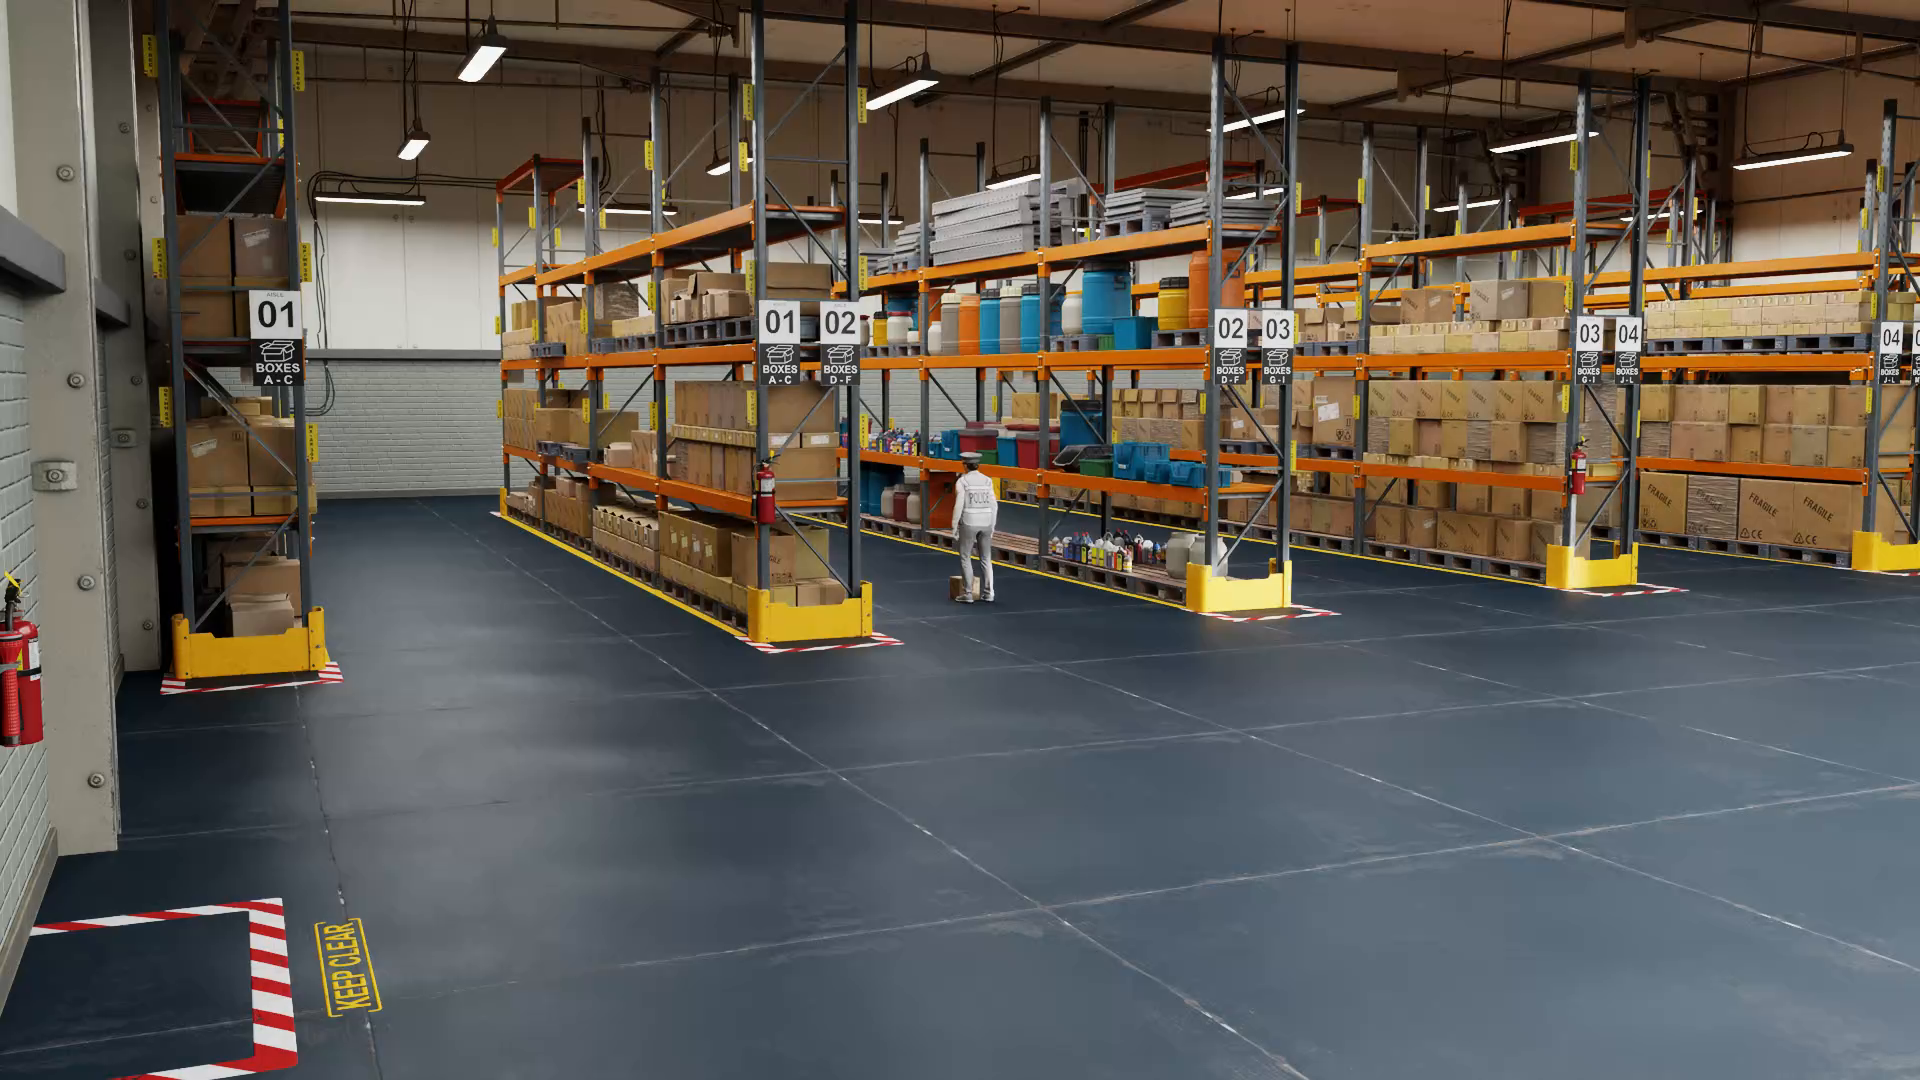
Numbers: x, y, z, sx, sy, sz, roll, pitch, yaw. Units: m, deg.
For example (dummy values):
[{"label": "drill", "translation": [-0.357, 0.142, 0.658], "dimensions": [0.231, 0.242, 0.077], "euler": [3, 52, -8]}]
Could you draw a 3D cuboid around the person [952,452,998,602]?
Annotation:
[{"label": "person", "translation": [0.161, -0.140, 18.434], "dimensions": [0.530, 1.663, 0.371], "euler": [-2, 6, -23]}]
